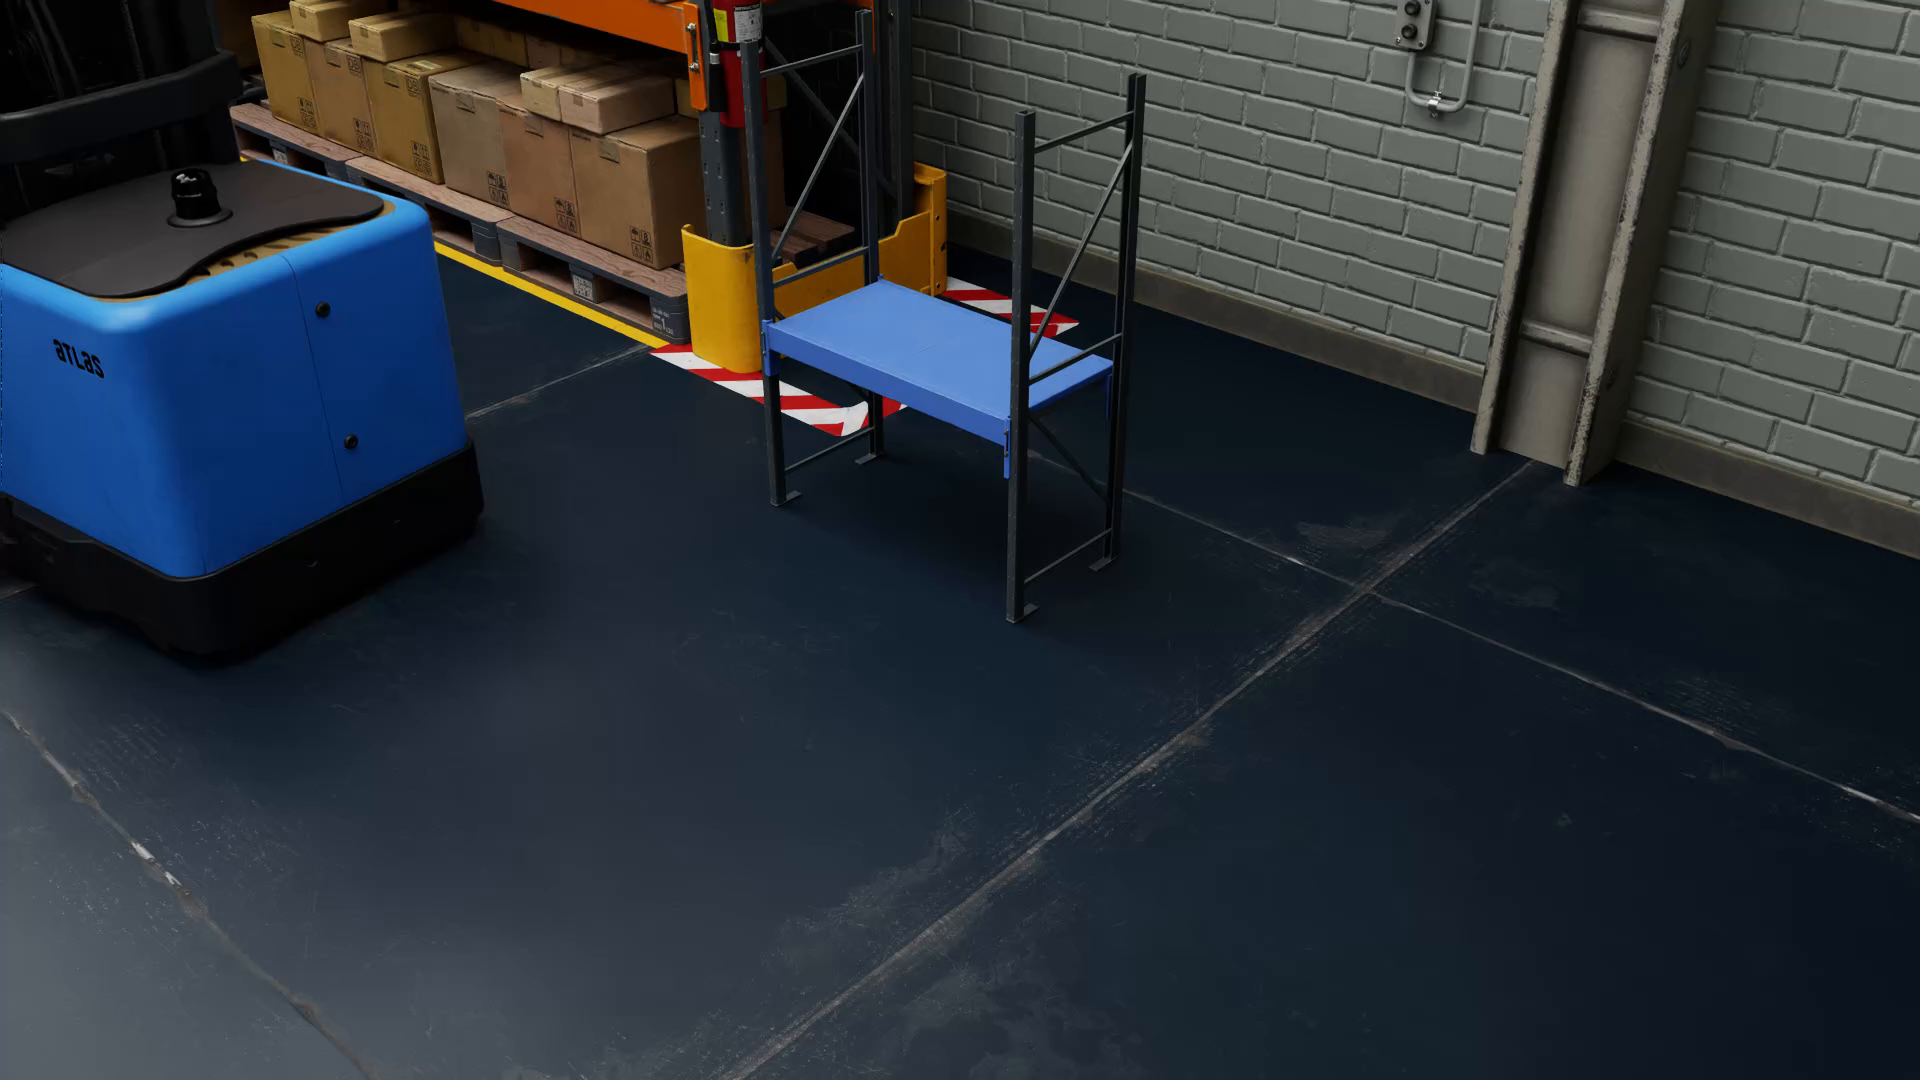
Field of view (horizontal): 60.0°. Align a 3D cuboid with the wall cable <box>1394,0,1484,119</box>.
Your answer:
[{"bbox_3d":[1.019,-2.545,5.584,1.851,1.984,0.084,25,39,35],"label":"wall cable"}]

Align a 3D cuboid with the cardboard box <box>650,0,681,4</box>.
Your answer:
[{"bbox_3d":[-0.950,-2.492,6.190,0.700,0.700,0.980,27,40,37],"label":"cardboard box"}]

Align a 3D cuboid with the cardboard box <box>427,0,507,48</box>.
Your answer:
[{"bbox_3d":[-2.245,-2.430,7.766,0.250,0.149,0.380,25,39,36],"label":"cardboard box"}]

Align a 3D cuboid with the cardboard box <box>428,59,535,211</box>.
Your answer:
[{"bbox_3d":[-1.896,-1.851,7.433,0.500,0.500,0.700,24,38,34],"label":"cardboard box"}]

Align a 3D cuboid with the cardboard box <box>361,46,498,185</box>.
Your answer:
[{"bbox_3d":[-2.296,-2.033,7.734,0.500,0.500,0.700,26,40,36],"label":"cardboard box"}]

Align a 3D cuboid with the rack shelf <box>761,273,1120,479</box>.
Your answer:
[{"bbox_3d":[-0.063,-0.518,5.005,1.000,0.185,0.538,25,39,35],"label":"rack shelf"}]

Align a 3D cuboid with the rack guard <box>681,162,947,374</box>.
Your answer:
[{"bbox_3d":[-0.548,-1.112,6.612,0.348,0.500,1.175,25,39,35],"label":"rack guard"}]

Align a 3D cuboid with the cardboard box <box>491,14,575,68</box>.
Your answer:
[{"bbox_3d":[-1.866,-2.253,7.472,0.250,0.149,0.380,25,39,36],"label":"cardboard box"}]

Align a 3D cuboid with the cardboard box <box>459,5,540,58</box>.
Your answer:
[{"bbox_3d":[-2.053,-2.341,7.618,0.250,0.149,0.380,24,39,34],"label":"cardboard box"}]

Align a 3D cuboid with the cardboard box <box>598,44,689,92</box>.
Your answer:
[{"bbox_3d":[-1.301,-1.990,7.035,0.250,0.149,0.380,25,39,35],"label":"cardboard box"}]

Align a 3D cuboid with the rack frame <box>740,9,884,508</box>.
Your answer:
[{"bbox_3d":[-0.440,-0.848,5.204,0.032,1.500,0.500,25,39,35],"label":"rack frame"}]

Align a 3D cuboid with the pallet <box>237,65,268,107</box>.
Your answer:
[{"bbox_3d":[-4.154,-2.619,9.395,1.213,0.211,1.003,25,39,35],"label":"pallet"}]

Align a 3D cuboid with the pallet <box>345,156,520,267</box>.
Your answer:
[{"bbox_3d":[-2.111,-1.665,7.812,1.213,0.211,1.003,25,39,35],"label":"pallet"}]

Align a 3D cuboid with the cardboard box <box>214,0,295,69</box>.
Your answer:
[{"bbox_3d":[-4.100,-3.009,9.018,0.750,0.750,0.750,26,39,36],"label":"cardboard box"}]

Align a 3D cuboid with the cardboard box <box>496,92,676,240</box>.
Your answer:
[{"bbox_3d":[-1.523,-1.677,7.144,0.500,0.500,0.700,25,39,35],"label":"cardboard box"}]

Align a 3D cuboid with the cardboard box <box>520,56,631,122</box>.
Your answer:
[{"bbox_3d":[-1.559,-1.845,6.793,0.250,0.149,0.380,26,40,36],"label":"cardboard box"}]

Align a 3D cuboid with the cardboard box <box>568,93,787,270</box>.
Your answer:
[{"bbox_3d":[-1.152,-1.504,6.856,0.500,0.500,0.700,25,39,35],"label":"cardboard box"}]

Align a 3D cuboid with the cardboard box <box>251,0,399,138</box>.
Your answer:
[{"bbox_3d":[-3.046,-2.386,8.322,0.500,0.500,0.700,26,39,36],"label":"cardboard box"}]

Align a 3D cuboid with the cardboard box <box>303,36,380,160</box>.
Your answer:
[{"bbox_3d":[-2.675,-2.211,8.031,0.500,0.500,0.700,25,39,35],"label":"cardboard box"}]

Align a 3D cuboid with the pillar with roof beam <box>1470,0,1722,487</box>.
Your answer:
[{"bbox_3d":[-0.872,-2.511,0.696,0.400,9.000,9.100,25,39,35],"label":"pillar with roof beam"}]

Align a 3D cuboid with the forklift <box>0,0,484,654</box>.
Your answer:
[{"bbox_3d":[-3.013,-1.523,4.938,3.031,2.935,1.130,20,36,29],"label":"forklift"}]

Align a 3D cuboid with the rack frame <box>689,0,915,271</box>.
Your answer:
[{"bbox_3d":[-0.566,-2.191,5.981,0.127,3.000,1.000,25,39,35],"label":"rack frame"}]

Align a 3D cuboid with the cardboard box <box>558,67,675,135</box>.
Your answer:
[{"bbox_3d":[-1.369,-1.757,6.647,0.250,0.149,0.380,25,39,35],"label":"cardboard box"}]

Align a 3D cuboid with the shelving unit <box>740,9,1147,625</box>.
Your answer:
[{"bbox_3d":[-0.063,-0.672,4.912,1.048,1.500,0.538,25,39,35],"label":"shelving unit"}]

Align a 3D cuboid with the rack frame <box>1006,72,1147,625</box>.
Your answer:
[{"bbox_3d":[0.314,-0.496,4.620,0.032,1.500,0.500,25,39,35],"label":"rack frame"}]

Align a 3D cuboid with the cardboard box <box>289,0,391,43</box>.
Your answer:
[{"bbox_3d":[-2.914,-2.476,7.842,0.250,0.149,0.380,27,40,37],"label":"cardboard box"}]

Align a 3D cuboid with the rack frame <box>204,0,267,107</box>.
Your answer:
[{"bbox_3d":[-3.531,-3.575,8.281,0.127,3.000,1.000,25,39,35],"label":"rack frame"}]

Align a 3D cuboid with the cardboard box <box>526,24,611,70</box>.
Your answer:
[{"bbox_3d":[-1.675,-2.165,7.325,0.250,0.149,0.380,26,39,36],"label":"cardboard box"}]

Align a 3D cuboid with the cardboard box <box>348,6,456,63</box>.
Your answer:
[{"bbox_3d":[-2.527,-2.295,7.542,0.250,0.149,0.380,24,38,34],"label":"cardboard box"}]

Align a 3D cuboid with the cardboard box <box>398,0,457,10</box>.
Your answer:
[{"bbox_3d":[-2.432,-2.518,7.911,0.250,0.149,0.380,24,38,34],"label":"cardboard box"}]

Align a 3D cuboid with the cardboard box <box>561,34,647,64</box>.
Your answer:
[{"bbox_3d":[-1.486,-2.077,7.179,0.250,0.149,0.380,25,39,35],"label":"cardboard box"}]

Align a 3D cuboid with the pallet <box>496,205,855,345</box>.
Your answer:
[{"bbox_3d":[-1.211,-1.243,7.110,1.213,0.211,1.003,25,39,35],"label":"pallet"}]

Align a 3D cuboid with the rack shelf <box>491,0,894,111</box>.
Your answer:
[{"bbox_3d":[-2.048,-2.575,7.316,4.000,0.370,1.077,25,39,35],"label":"rack shelf"}]

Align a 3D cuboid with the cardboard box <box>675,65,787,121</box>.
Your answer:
[{"bbox_3d":[-0.925,-1.815,6.744,0.250,0.149,0.380,25,39,35],"label":"cardboard box"}]

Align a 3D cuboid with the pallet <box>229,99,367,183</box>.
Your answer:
[{"bbox_3d":[-3.020,-2.087,8.513,1.213,0.211,1.003,25,39,35],"label":"pallet"}]

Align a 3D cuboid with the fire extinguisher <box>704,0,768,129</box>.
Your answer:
[{"bbox_3d":[-0.763,-1.769,5.717,0.183,0.674,0.296,25,39,35],"label":"fire extinguisher"}]
